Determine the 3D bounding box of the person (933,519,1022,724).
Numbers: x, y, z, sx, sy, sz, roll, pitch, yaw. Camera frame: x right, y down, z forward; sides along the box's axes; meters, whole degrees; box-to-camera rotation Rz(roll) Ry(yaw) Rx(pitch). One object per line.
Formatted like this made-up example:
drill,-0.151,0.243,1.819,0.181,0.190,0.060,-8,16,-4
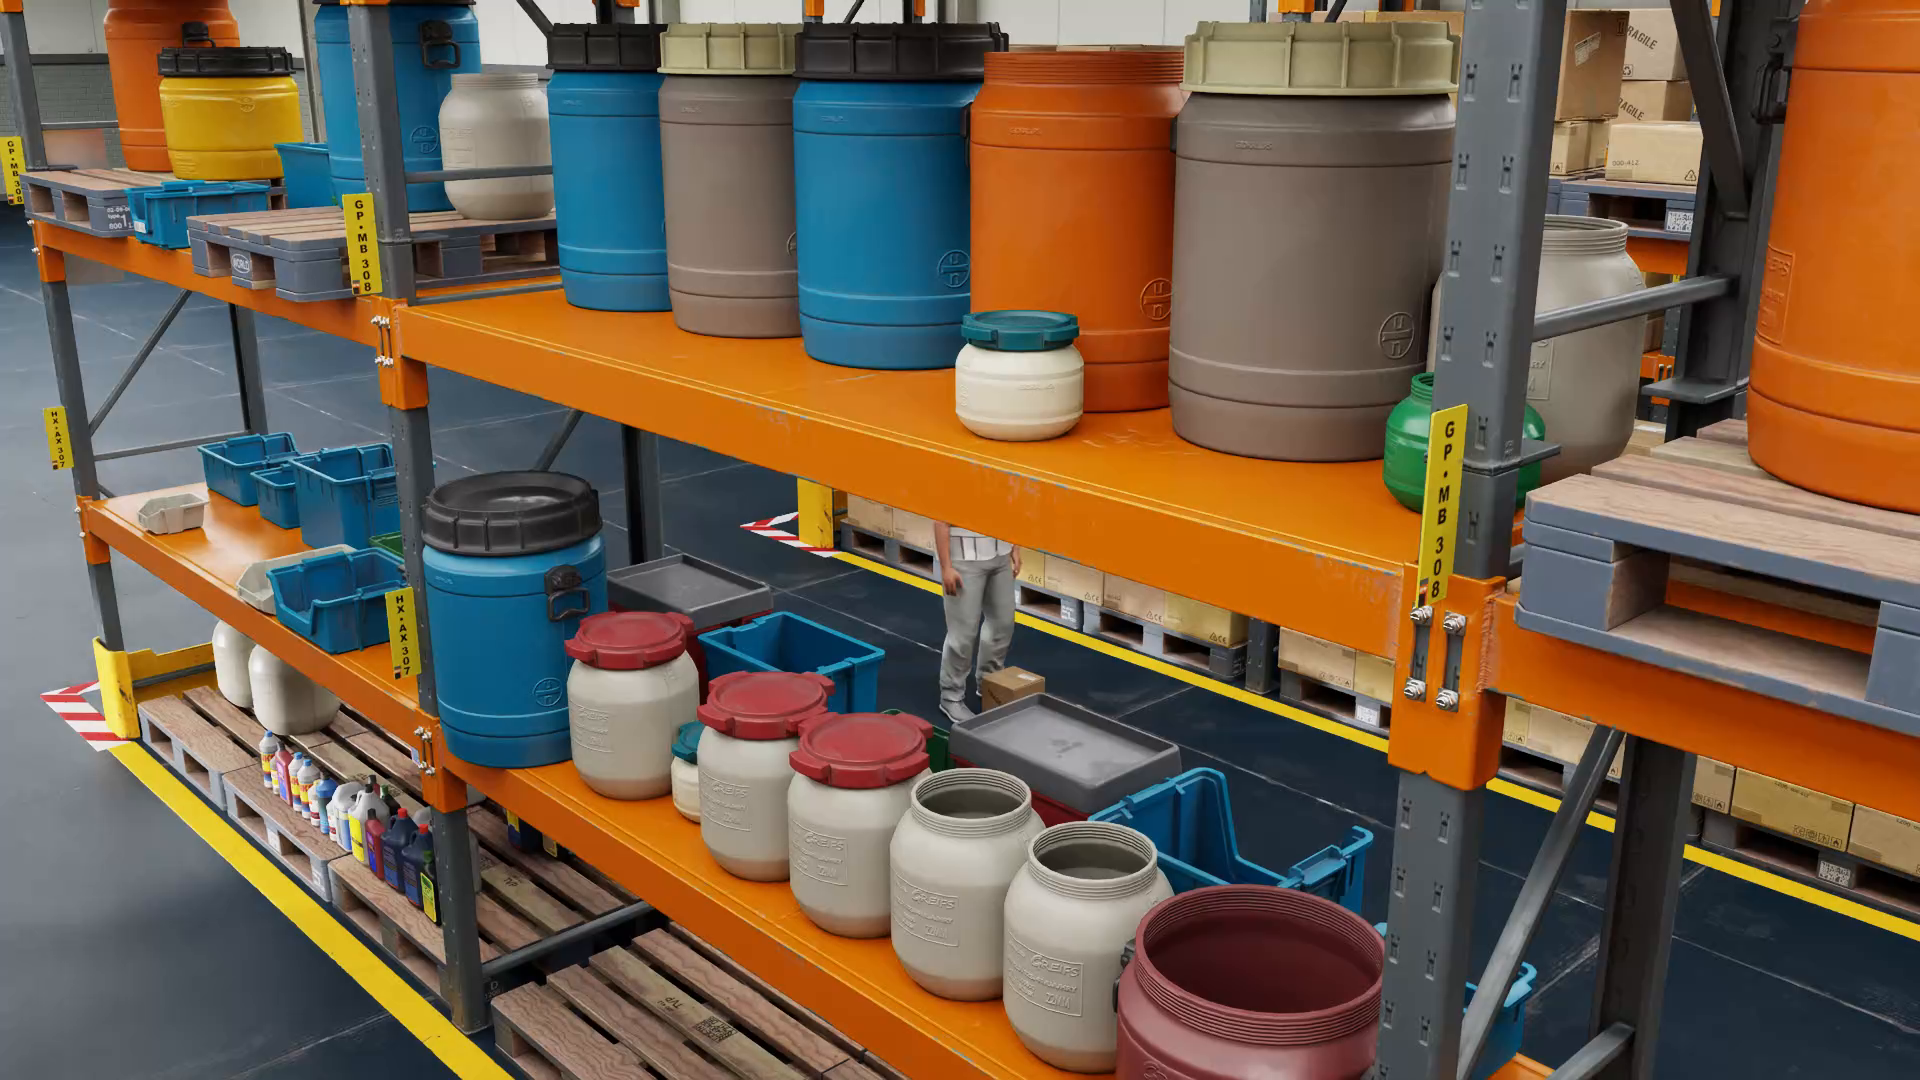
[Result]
person,0.098,0.105,9.193,0.585,1.747,0.439,-16,23,-41
